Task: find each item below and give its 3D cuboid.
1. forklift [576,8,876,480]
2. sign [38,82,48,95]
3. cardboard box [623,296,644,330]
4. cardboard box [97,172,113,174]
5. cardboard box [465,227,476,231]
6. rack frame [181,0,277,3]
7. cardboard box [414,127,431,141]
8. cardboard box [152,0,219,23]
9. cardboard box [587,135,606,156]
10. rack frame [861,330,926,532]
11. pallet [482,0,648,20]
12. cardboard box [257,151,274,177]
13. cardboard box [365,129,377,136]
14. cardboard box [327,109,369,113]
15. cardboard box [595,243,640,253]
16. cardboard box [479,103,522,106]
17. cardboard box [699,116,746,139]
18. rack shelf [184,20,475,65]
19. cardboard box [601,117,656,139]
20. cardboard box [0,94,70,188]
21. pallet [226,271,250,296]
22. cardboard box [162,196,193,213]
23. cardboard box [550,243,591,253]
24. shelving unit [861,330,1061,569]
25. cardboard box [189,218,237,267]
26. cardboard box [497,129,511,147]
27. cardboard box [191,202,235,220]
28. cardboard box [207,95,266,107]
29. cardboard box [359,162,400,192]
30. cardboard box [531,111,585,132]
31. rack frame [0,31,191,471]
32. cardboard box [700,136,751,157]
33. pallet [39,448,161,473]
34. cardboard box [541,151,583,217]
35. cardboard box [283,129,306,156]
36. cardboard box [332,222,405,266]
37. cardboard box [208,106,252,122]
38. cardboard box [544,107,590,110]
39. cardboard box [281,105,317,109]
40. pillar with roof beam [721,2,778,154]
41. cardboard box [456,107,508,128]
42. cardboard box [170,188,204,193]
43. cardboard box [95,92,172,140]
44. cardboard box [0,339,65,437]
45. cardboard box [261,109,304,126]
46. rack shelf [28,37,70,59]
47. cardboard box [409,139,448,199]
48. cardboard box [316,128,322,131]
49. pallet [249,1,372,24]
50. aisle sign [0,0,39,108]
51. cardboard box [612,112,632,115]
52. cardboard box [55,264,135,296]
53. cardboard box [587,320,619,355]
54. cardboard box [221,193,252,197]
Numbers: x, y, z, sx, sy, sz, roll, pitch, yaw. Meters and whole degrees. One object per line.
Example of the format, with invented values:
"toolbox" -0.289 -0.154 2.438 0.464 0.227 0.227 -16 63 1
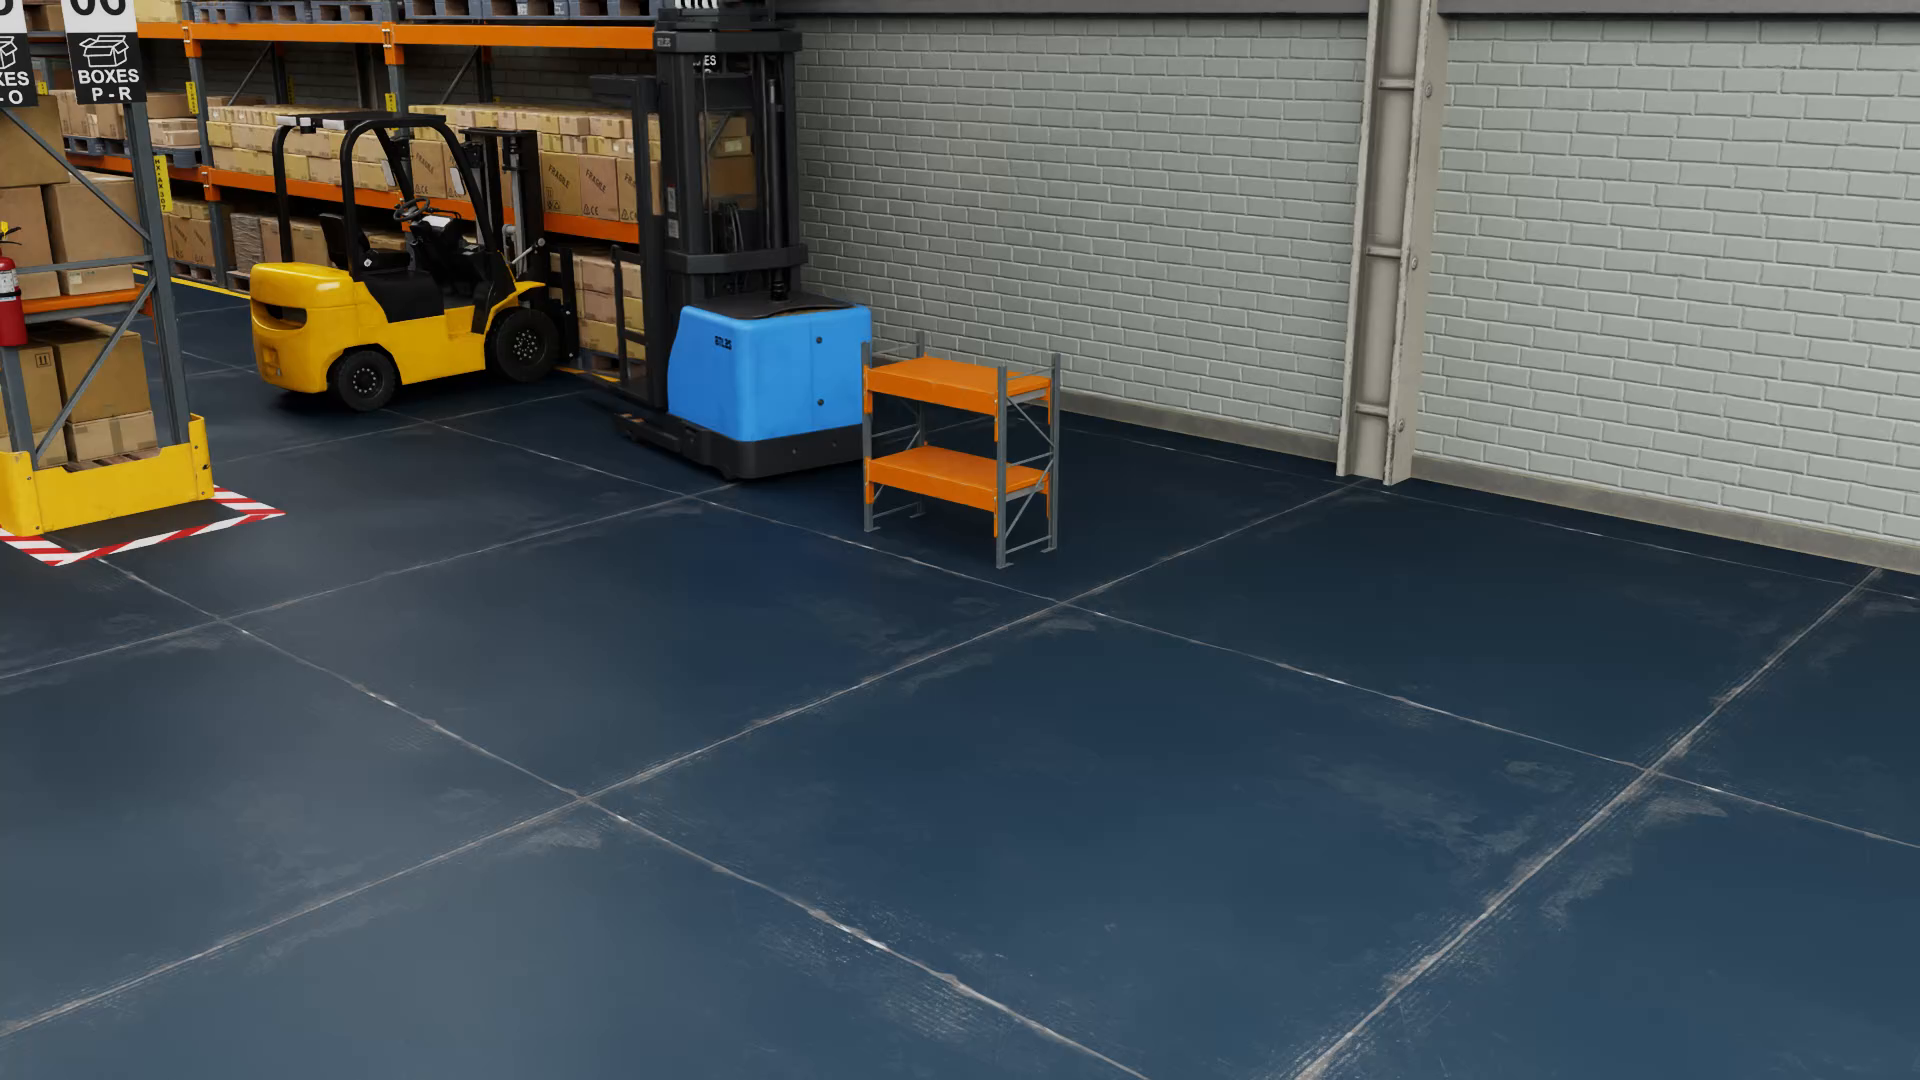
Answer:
"forklift" -1.836 -2.170 11.604 1.130 2.935 3.031 -12 21 -34
"sign" -11.169 -5.413 20.279 0.005 0.325 0.100 15 23 39
"cardboard box" -2.411 -1.870 13.571 0.500 0.250 0.500 15 23 39
"cardboard box" -10.682 -4.466 20.599 0.250 0.149 0.380 15 23 38
"cardboard box" -4.334 -2.830 15.768 0.500 0.250 0.500 16 23 40
"rack frame" -7.823 -7.181 17.363 0.127 3.000 1.000 15 23 39
"cardboard box" -4.767 -3.752 15.238 0.250 0.149 0.380 15 23 38
"cardboard box" -8.368 -5.728 17.991 0.500 0.250 0.500 14 22 37
"cardboard box" -2.827 -3.241 13.629 0.250 0.149 0.380 15 23 39
"rack frame" -0.385 -0.640 9.767 0.032 1.125 0.500 15 23 39
"pallet" -3.267 -4.496 14.007 1.213 0.211 1.003 15 23 39
"cardboard box" -6.890 -3.902 17.196 0.500 0.250 0.500 14 22 38
"cardboard box" -5.439 -3.942 15.835 0.250 0.149 0.380 15 23 38
"cardboard box" -6.284 -4.355 17.138 0.250 0.149 0.380 16 24 41
"cardboard box" -2.816 -2.423 14.487 0.500 0.250 0.500 15 23 39
"cardboard box" -4.231 -3.962 15.407 0.250 0.149 0.380 14 23 38
"cardboard box" -1.949 -3.330 13.416 0.250 0.149 0.380 14 23 38
"rack shelf" -6.327 -5.007 16.660 4.000 0.370 1.077 15 23 39
"cardboard box" -2.666 -3.327 13.408 0.250 0.149 0.380 16 23 40
"cardboard box" -5.658 -2.311 9.625 0.500 0.500 0.700 14 23 38
"pallet" -7.233 -2.819 18.144 1.213 0.211 1.003 15 23 39
"cardboard box" -9.107 -3.905 19.325 0.250 0.149 0.380 15 23 38
"cardboard box" -3.534 -2.407 14.437 0.500 0.250 0.500 14 23 38
"shelving unit" -0.005 -0.538 9.446 1.048 1.125 0.538 15 23 39
"cardboard box" -8.282 -3.367 18.700 0.500 0.500 0.500 16 24 41
"cardboard box" -3.829 -3.488 14.407 0.250 0.149 0.380 14 22 38
"cardboard box" -8.360 -3.682 18.619 0.250 0.149 0.380 14 22 37
"cardboard box" -8.104 -4.708 18.629 0.500 0.500 0.500 16 24 42
"cardboard box" -5.381 -3.489 15.895 0.500 0.250 0.500 16 23 40
"cardboard box" -3.398 -3.545 14.094 0.250 0.149 0.380 15 23 40
"rack frame" -5.131 -1.592 9.668 0.127 3.000 1.000 15 23 39
"cardboard box" -1.921 -3.199 13.496 0.250 0.149 0.380 14 23 38
"pallet" -5.772 -0.449 10.677 1.213 0.211 1.003 15 23 39
"cardboard box" -3.147 -3.012 13.977 0.500 0.500 0.500 14 23 38
"cardboard box" -6.501 -4.037 16.796 0.500 0.250 0.500 15 23 40
"cardboard box" -5.804 -2.847 16.854 0.625 0.625 0.875 15 23 39
"cardboard box" -7.780 -4.548 17.746 0.250 0.149 0.380 16 24 41
"cardboard box" -3.455 -3.757 14.762 0.250 0.149 0.380 15 23 39
"cardboard box" -7.022 -4.566 17.803 0.250 0.149 0.380 15 23 39
"pillar with roof beam" -4.619 -4.945 10.316 0.400 9.000 9.100 15 23 39
"cardboard box" -4.213 -3.730 14.676 0.250 0.149 0.380 16 23 40
"cardboard box" -9.351 -4.184 20.202 0.250 0.149 0.380 15 23 40
"cardboard box" -9.627 -4.963 19.433 0.500 0.500 0.700 15 23 39
"cardboard box" -5.903 -0.941 10.228 0.500 0.500 0.500 15 23 40
"cardboard box" -6.958 -4.356 17.140 0.250 0.149 0.380 15 23 40
"rack shelf" -6.627 -3.080 10.589 4.000 0.370 1.077 15 23 39
"cardboard box" -4.672 -3.418 15.258 0.500 0.500 0.500 14 22 38
"cardboard box" -6.209 -4.144 16.472 0.250 0.149 0.380 15 23 40
"pallet" -6.417 -5.322 16.775 1.213 0.211 1.003 16 24 42
"aisle sign" -5.277 -2.753 9.029 0.004 0.787 0.394 15 23 39
"cardboard box" -2.718 -3.540 14.079 0.250 0.149 0.380 16 24 41
"cardboard box" -5.248 -1.587 10.069 0.250 0.149 0.380 15 23 39
"cardboard box" -2.766 -1.730 13.955 0.500 0.250 0.500 15 23 39
"cardboard box" -8.568 -3.982 19.565 0.250 0.149 0.380 14 22 37
